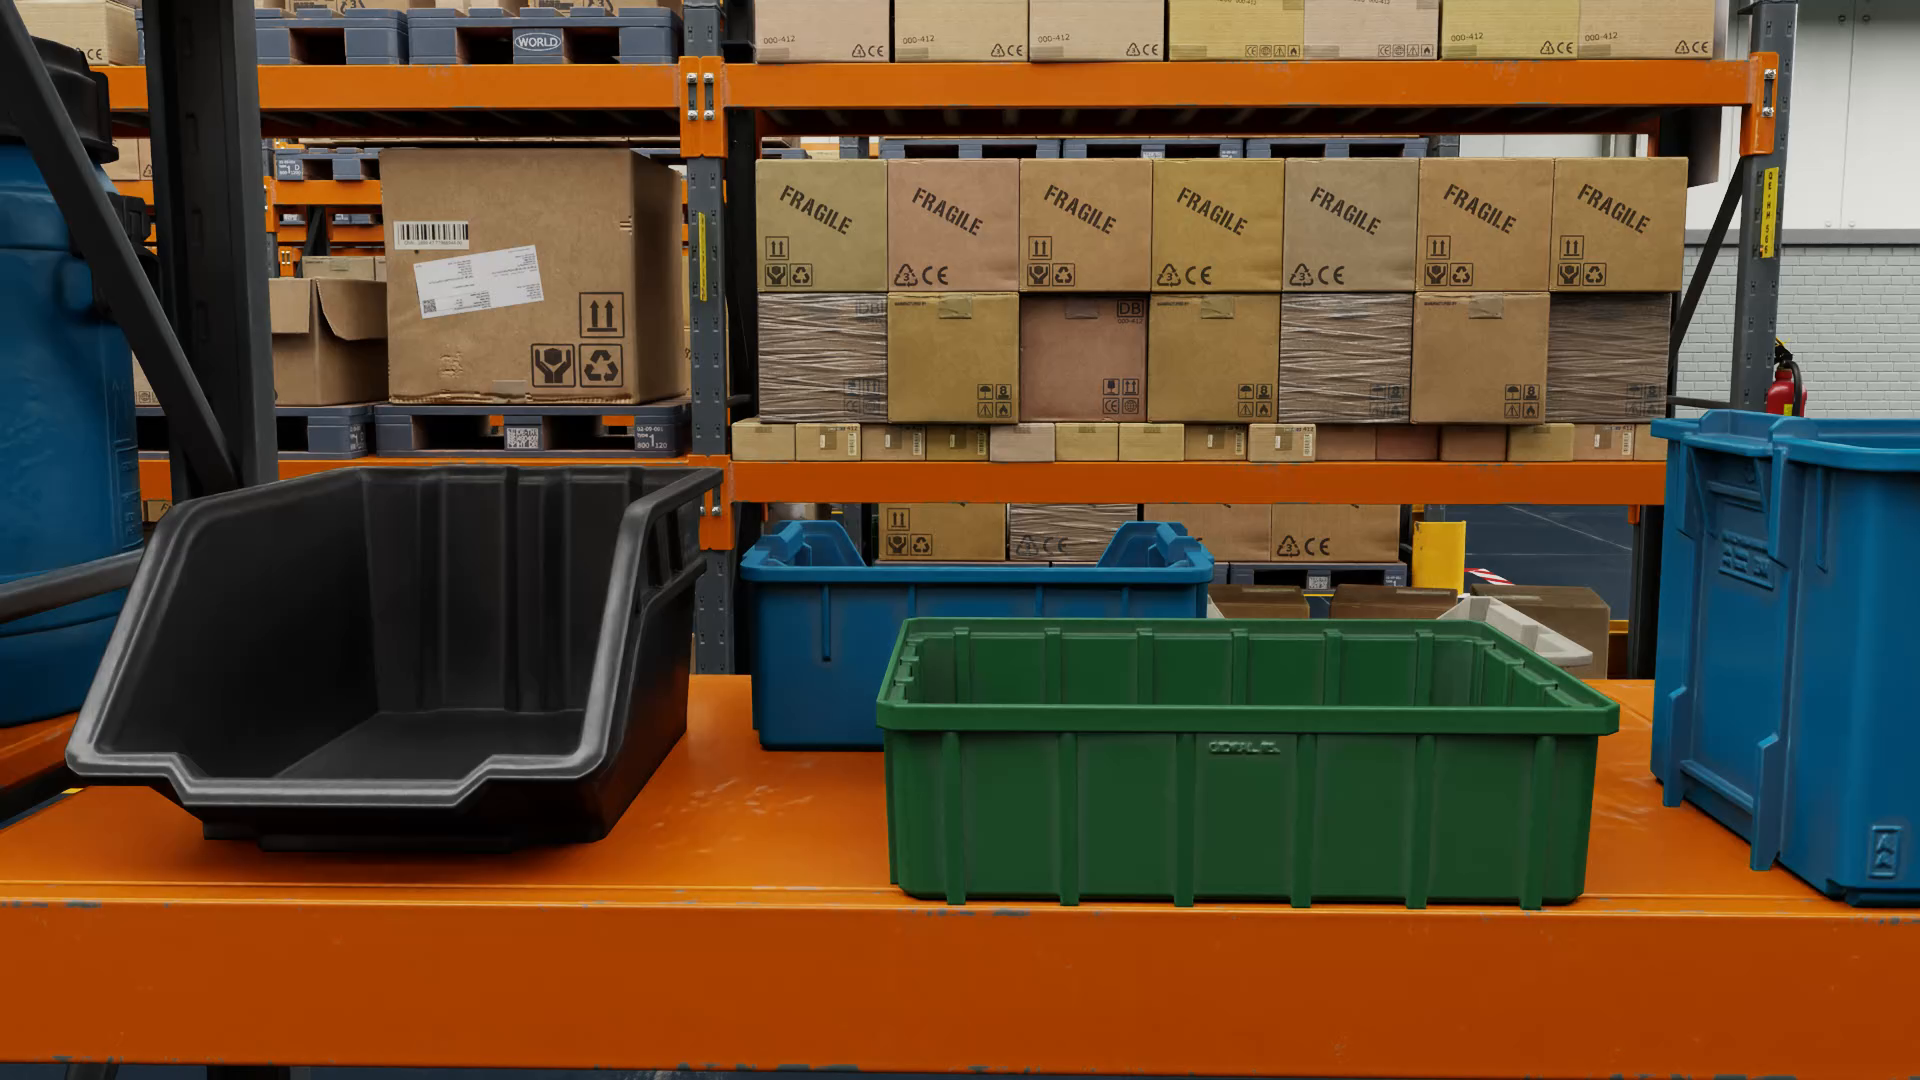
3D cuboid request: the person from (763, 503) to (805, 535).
[{"bbox_3d":[-0.989,-0.099,8.609,0.408,1.719,0.547,1,7,9],"label":"person"}]
